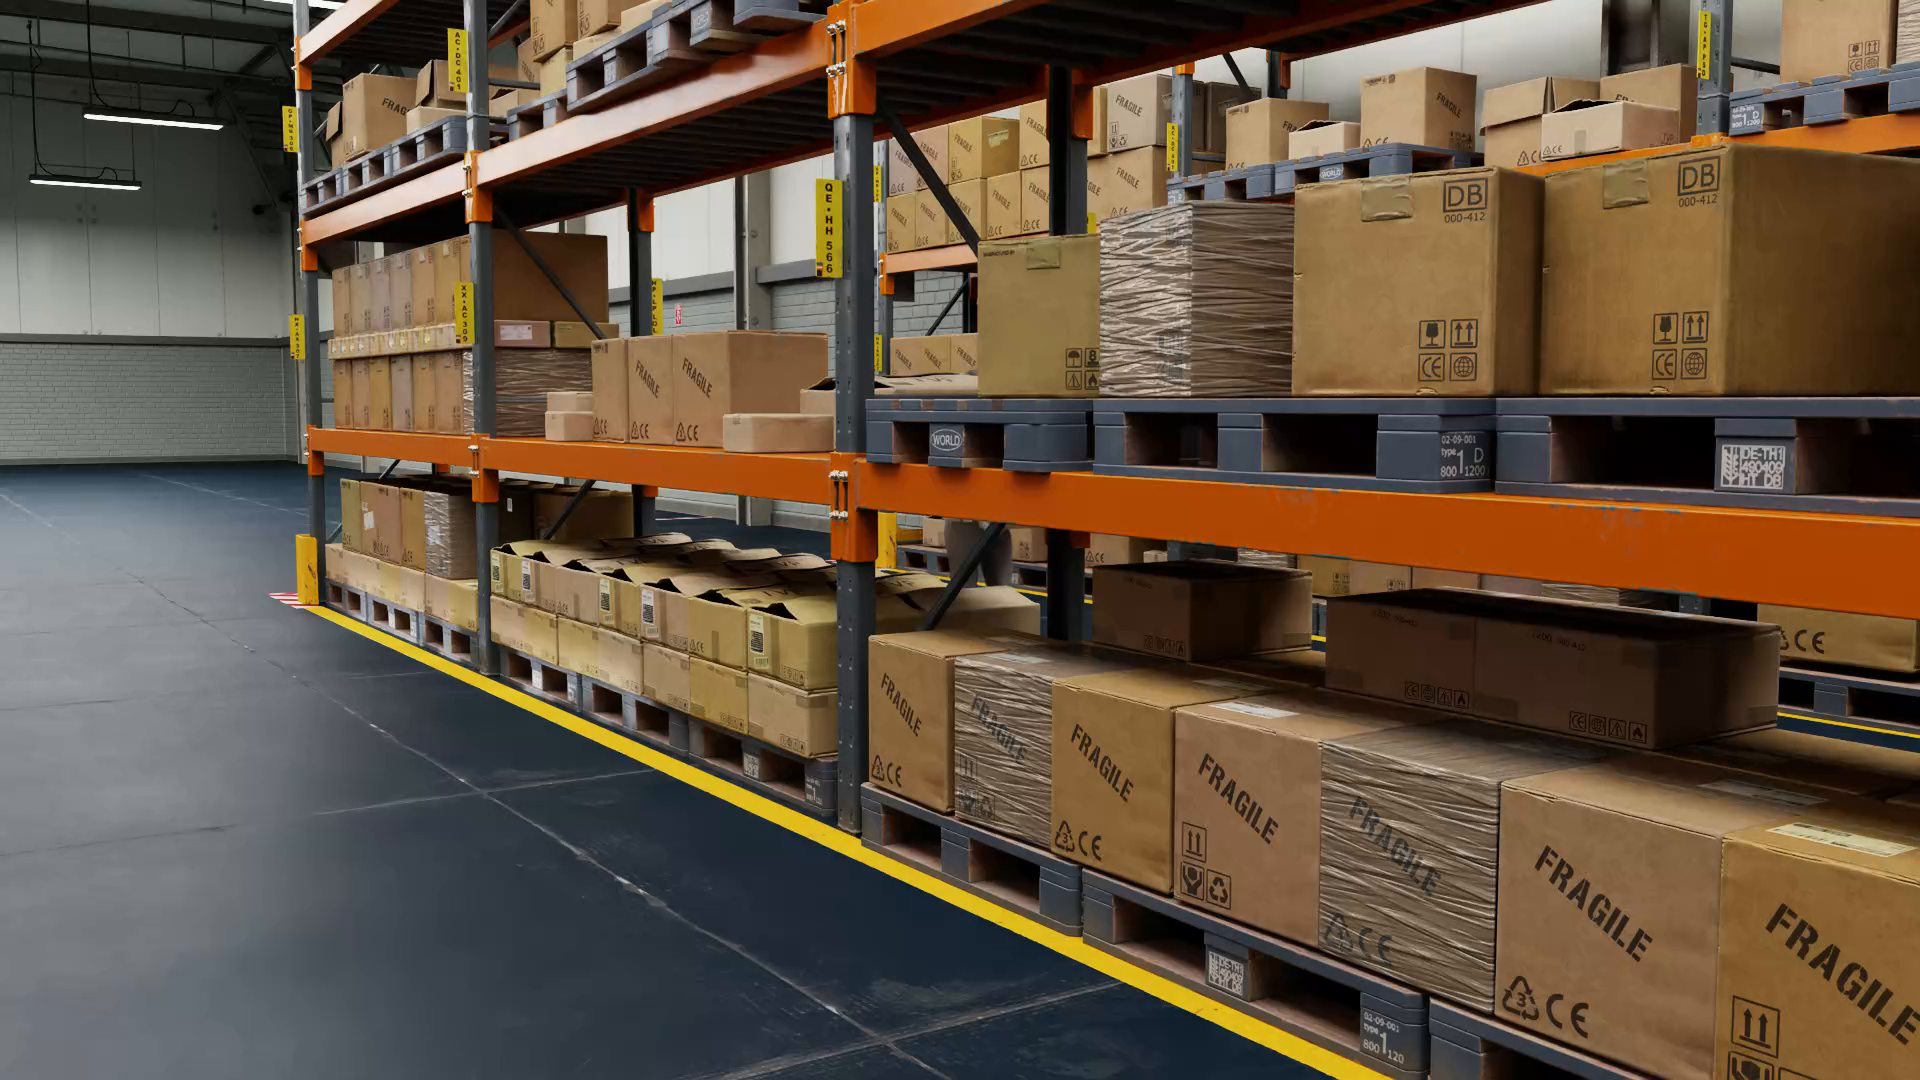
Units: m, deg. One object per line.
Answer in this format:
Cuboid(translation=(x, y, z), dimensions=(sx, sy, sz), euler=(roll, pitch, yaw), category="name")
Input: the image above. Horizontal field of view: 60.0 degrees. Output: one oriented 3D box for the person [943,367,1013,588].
Cuboid(translation=(0.135, -0.053, 8.582), dimensions=(0.459, 1.686, 0.549), euler=(-3, 6, -32), category="person")
